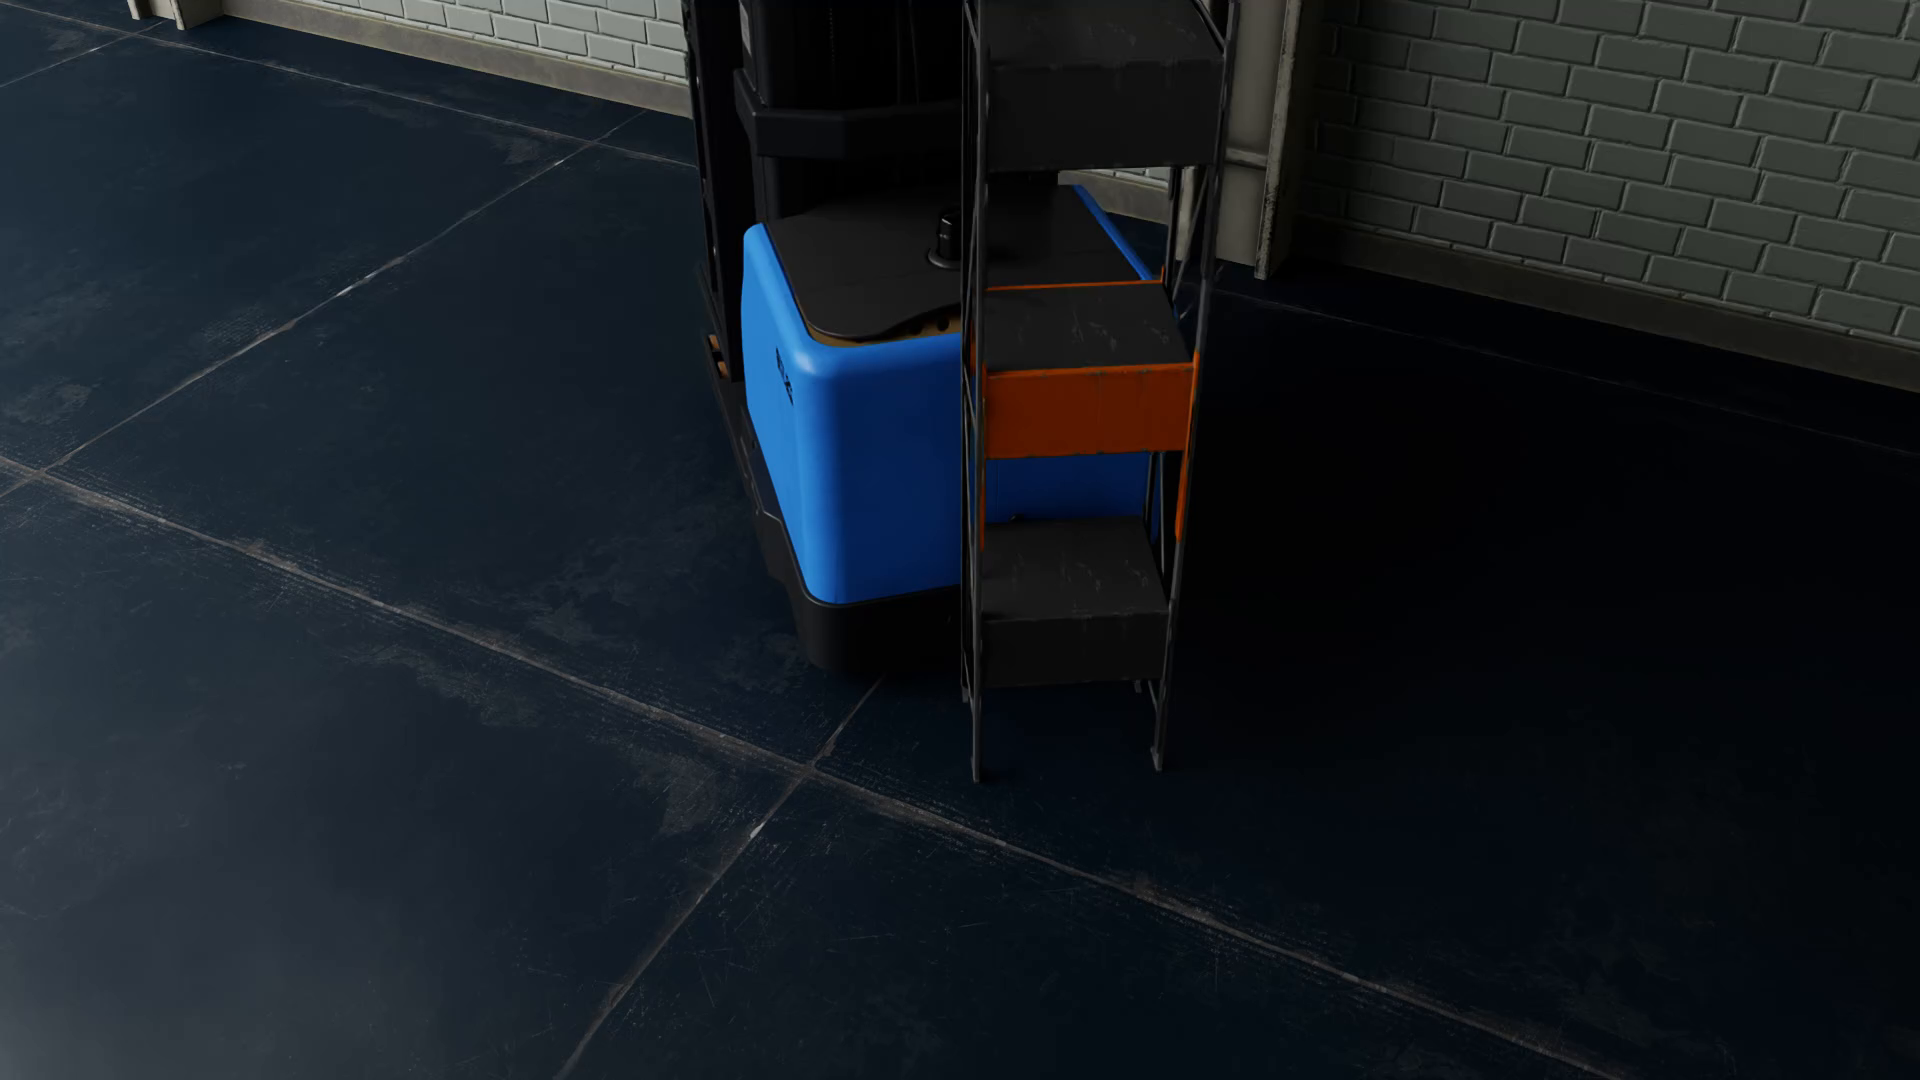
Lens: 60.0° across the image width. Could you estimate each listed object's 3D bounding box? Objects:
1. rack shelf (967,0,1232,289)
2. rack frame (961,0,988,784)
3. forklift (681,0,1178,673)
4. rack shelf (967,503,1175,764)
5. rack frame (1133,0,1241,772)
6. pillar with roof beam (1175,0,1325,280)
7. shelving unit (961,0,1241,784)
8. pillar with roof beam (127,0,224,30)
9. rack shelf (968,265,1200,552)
[{"bbox_3d":[0.271,-0.871,3.526,0.480,0.518,0.431,-3,37,-4],"label":"rack shelf"},{"bbox_3d":[0.027,-0.312,3.924,0.015,2.100,0.400,-3,37,-4],"label":"rack frame"},{"bbox_3d":[-0.305,-1.689,5.051,1.130,2.935,3.031,-10,38,-12],"label":"forklift"},{"bbox_3d":[0.270,0.244,4.372,0.480,0.518,0.431,-3,37,-4],"label":"rack shelf"},{"bbox_3d":[0.514,-0.337,3.958,0.015,2.100,0.400,-3,37,-4],"label":"rack frame"},{"bbox_3d":[-0.863,-2.442,1.024,0.400,9.000,9.100,17,41,21],"label":"pillar with roof beam"},{"bbox_3d":[0.270,-0.325,3.941,0.503,2.100,0.431,-3,37,-4],"label":"shelving unit"},{"bbox_3d":[-6.191,-4.110,3.222,0.400,9.000,9.100,17,41,21],"label":"pillar with roof beam"},{"bbox_3d":[0.270,-0.314,3.949,0.480,0.518,0.431,-3,37,-4],"label":"rack shelf"}]
